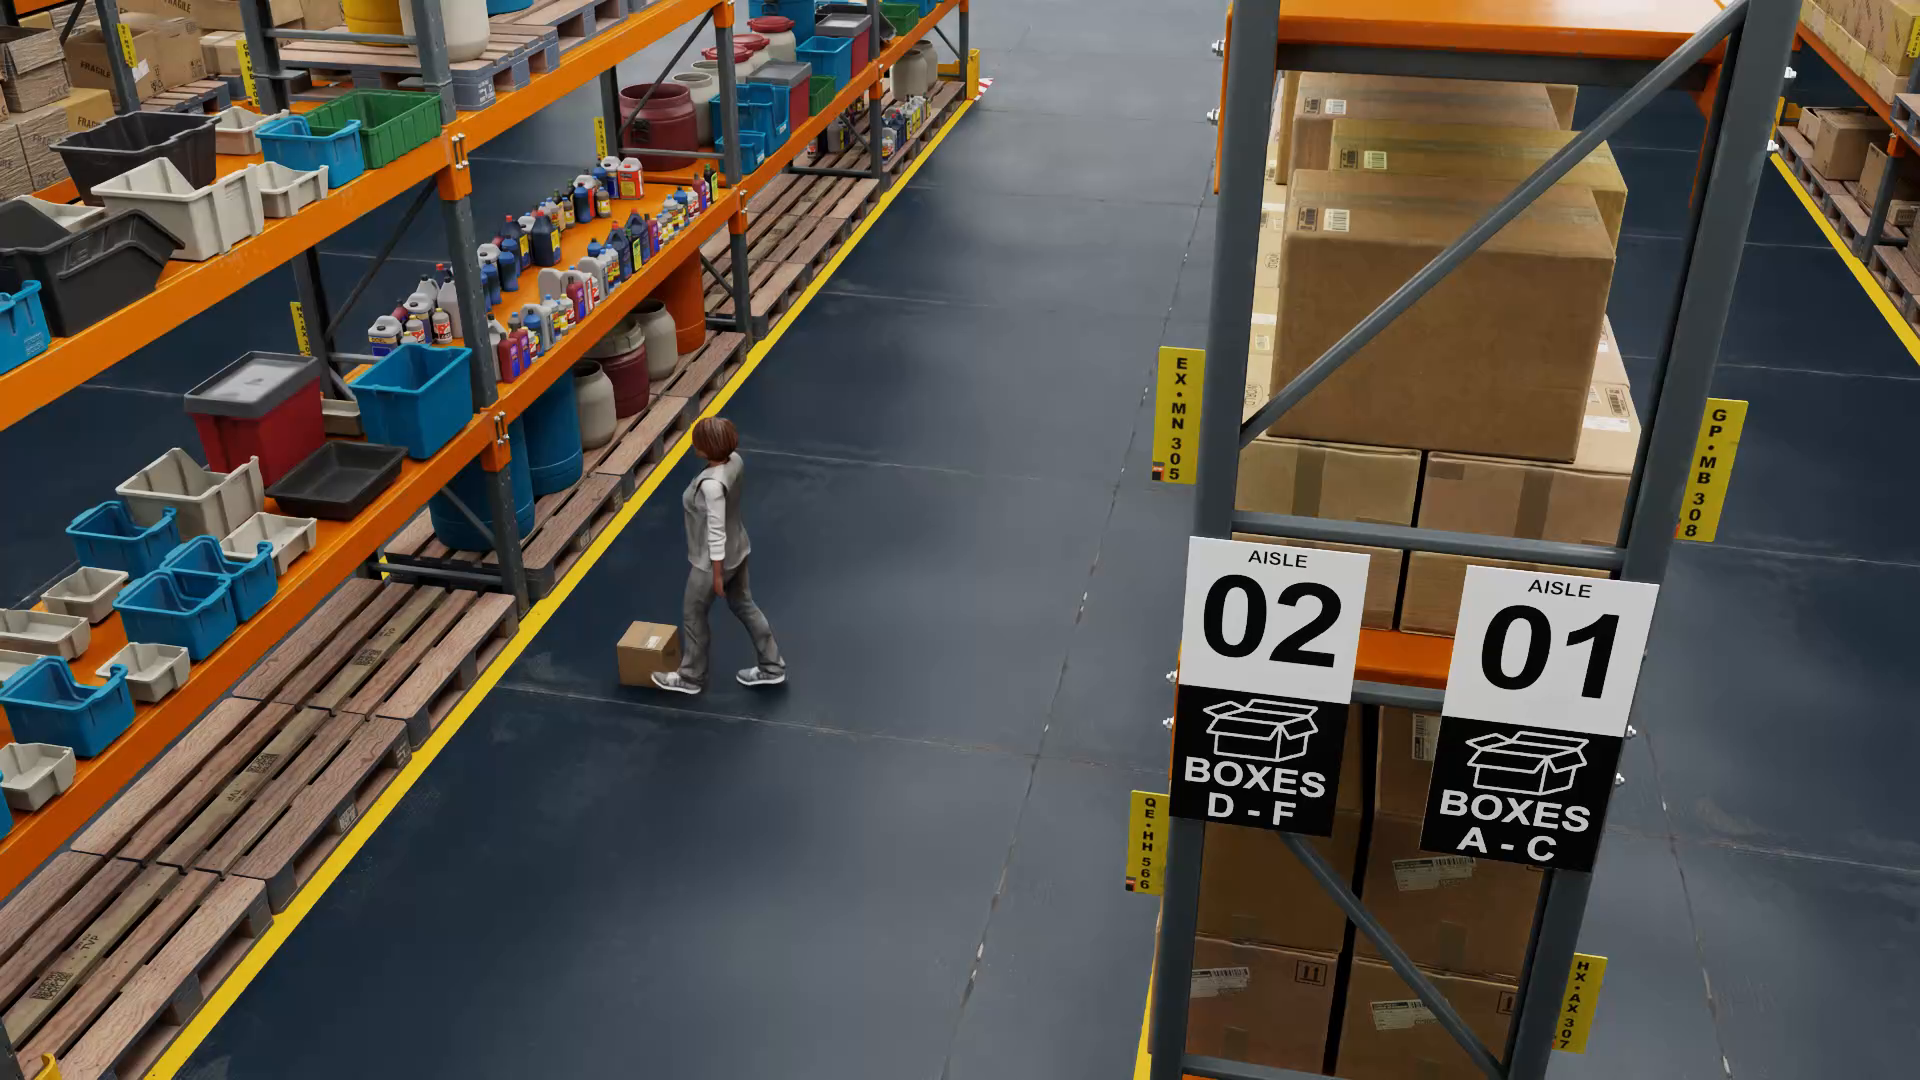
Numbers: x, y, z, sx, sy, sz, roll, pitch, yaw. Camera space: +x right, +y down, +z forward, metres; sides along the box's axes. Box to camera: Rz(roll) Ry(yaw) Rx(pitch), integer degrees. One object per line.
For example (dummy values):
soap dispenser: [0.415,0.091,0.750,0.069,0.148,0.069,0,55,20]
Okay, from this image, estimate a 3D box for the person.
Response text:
person: [-1.270,0.082,8.481,0.690,1.582,0.419,6,30,11]
